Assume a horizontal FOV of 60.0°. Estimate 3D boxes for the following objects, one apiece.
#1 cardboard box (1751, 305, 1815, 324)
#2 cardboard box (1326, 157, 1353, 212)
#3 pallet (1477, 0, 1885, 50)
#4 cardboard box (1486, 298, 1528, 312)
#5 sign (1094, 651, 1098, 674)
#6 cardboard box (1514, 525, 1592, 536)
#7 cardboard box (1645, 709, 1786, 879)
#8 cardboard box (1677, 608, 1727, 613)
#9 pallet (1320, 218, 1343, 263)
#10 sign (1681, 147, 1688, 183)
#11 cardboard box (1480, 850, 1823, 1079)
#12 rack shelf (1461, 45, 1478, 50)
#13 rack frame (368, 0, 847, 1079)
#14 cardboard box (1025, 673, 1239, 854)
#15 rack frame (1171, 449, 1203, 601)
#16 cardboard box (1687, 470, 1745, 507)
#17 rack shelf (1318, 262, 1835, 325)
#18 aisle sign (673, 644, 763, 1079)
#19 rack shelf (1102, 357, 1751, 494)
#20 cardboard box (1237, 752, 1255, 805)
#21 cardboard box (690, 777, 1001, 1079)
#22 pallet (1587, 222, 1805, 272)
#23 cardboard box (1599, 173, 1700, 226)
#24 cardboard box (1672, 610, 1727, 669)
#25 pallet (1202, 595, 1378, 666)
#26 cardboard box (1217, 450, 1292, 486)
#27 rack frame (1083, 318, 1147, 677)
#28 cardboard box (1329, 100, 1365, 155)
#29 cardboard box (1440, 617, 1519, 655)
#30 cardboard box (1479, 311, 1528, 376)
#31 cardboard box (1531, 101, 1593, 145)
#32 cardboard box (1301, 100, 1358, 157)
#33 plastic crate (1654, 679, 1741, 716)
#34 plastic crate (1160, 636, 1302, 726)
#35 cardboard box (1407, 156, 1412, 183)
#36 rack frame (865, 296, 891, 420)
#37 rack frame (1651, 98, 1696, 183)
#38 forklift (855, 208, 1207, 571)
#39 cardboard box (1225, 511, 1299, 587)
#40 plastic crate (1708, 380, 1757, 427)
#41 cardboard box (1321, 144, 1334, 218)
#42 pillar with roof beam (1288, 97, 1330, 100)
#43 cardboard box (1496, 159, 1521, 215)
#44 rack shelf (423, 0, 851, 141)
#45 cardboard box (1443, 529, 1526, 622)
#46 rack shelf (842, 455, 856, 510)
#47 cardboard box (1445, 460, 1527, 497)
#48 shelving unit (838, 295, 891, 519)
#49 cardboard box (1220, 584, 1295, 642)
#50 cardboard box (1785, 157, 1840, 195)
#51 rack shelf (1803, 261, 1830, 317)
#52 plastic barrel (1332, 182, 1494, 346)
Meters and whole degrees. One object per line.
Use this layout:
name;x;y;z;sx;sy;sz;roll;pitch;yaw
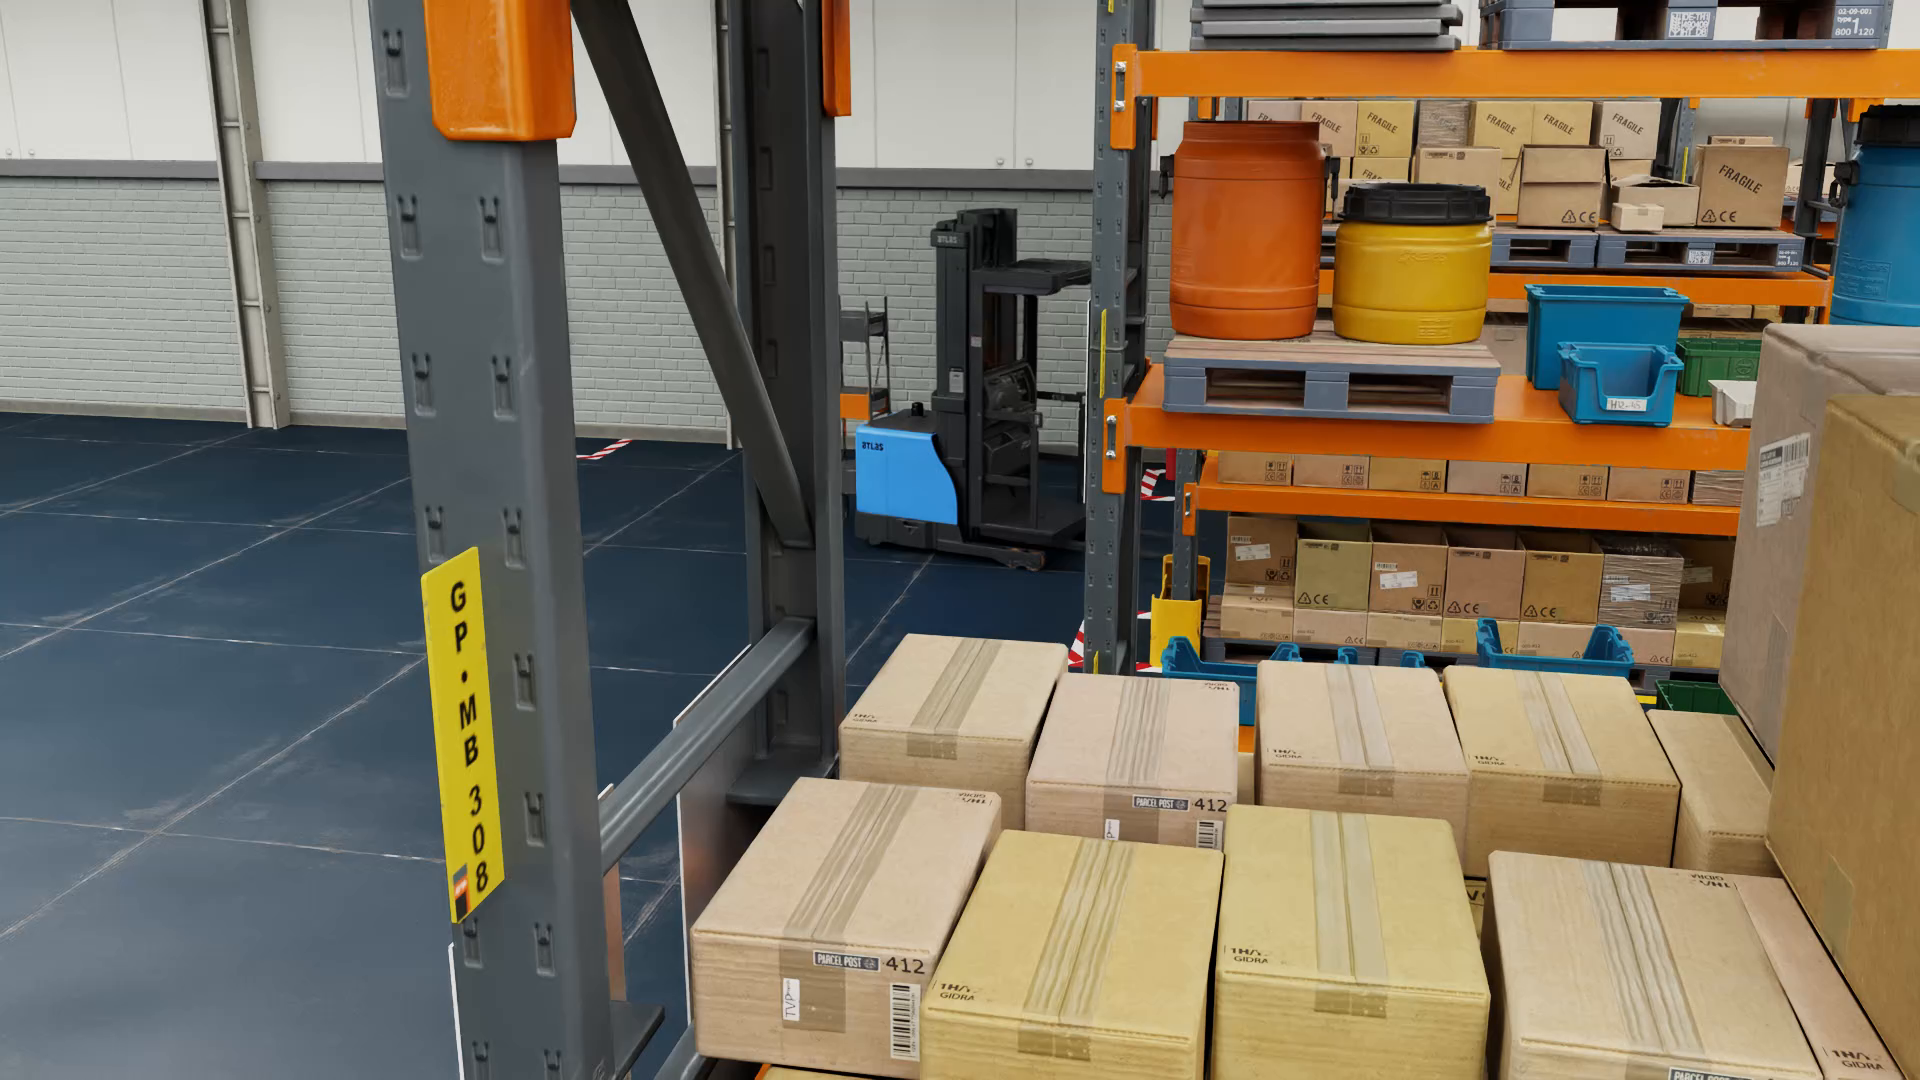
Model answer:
cardboard box;7.586;-1.968;15.467;0.500;0.500;0.700;5;16;17
cardboard box;3.425;-3.371;15.697;0.500;0.500;0.500;4;16;15
pallet;2.561;-1.892;6.069;1.213;0.211;1.003;3;16;11
cardboard box;5.041;-2.073;15.696;0.500;0.500;0.500;3;16;9
sign;0.540;0.614;6.639;0.005;0.325;0.100;3;16;11
cardboard box;4.192;0.122;11.891;0.500;0.500;0.500;3;16;11
cardboard box;0.991;0.350;2.024;0.250;0.149;0.380;3;16;12
cardboard box;5.170;0.539;11.790;0.500;0.250;0.500;3;16;11
pallet;2.332;-2.051;11.323;1.213;0.211;1.003;3;16;11
sign;6.447;-3.328;14.799;0.005;0.325;0.100;3;16;11
cardboard box;0.650;0.462;1.620;0.250;0.149;0.380;4;16;13
rack shelf;4.588;-4.425;15.462;4.000;0.370;1.077;3;16;11
rack frame;-0.333;-0.992;1.716;0.127;3.000;1.000;3;16;11
cardboard box;0.233;0.311;2.164;0.250;0.149;0.380;3;16;9
rack frame;1.644;-0.692;11.872;0.127;3.000;1.000;3;16;11
cardboard box;5.128;-0.550;11.170;0.500;0.500;0.700;3;16;10
rack shelf;3.604;-1.685;11.183;4.000;0.370;1.077;3;16;11
aisle sign;-0.334;0.564;2.466;0.004;0.787;0.394;3;16;11
rack shelf;2.614;-0.389;6.506;4.000;0.370;1.077;3;16;11
cardboard box;0.190;0.485;2.284;0.500;0.250;0.500;3;16;12
cardboard box;-0.109;0.409;1.812;0.250;0.149;0.380;3;16;11
pallet;4.723;-1.921;10.855;1.213;0.211;1.003;3;16;11
cardboard box;4.594;-2.276;11.090;0.500;0.311;0.500;2;16;8
cardboard box;5.066;0.676;11.297;0.500;0.250;0.500;3;16;11
pallet;2.402;0.681;12.137;1.213;0.211;1.003;3;16;11
cardboard box;2.099;-0.712;11.757;0.500;0.500;0.700;3;16;11
rack frame;0.654;0.603;7.195;0.127;3.000;1.000;3;16;11
cardboard box;3.639;-3.993;16.071;0.500;0.500;0.500;4;16;15
cardboard box;3.595;0.597;11.580;0.500;0.250;0.500;3;16;11
cardboard box;3.653;-1.255;11.286;0.500;0.500;0.700;3;16;11
cardboard box;5.461;-3.743;15.169;0.500;0.500;0.500;4;16;14
cardboard box;3.439;-3.850;15.554;0.500;0.500;0.500;3;16;10
plastic crate;3.300;0.772;6.982;0.662;0.188;0.450;3;16;11
plastic crate;1.204;0.623;7.401;0.616;0.251;0.499;3;16;11
cardboard box;4.077;-3.485;16.112;0.500;0.500;0.500;2;16;9
rack frame;-0.726;-1.141;15.133;0.015;2.100;0.400;6;16;24
rack frame;6.548;-4.667;14.982;0.127;3.000;1.000;3;16;11
forklift;0.614;-1.309;14.226;3.031;2.935;1.130;8;17;26
cardboard box;2.229;0.020;12.261;0.500;0.500;0.500;3;16;11
plastic crate;2.920;-0.482;5.988;0.396;0.136;0.243;3;16;11
cardboard box;2.207;-2.426;11.269;0.637;0.503;0.797;4;16;15
pillar with roof beam;2.628;-3.942;12.367;0.400;9.000;9.100;3;16;11
cardboard box;4.960;-3.291;15.410;0.500;0.500;0.500;2;16;9
rack shelf;1.627;-0.537;1.429;4.000;0.370;1.077;3;16;11
cardboard box;3.595;0.236;11.479;0.500;0.500;0.500;3;16;11
rack shelf;-0.931;-0.474;15.418;0.480;0.518;0.431;6;16;24
cardboard box;3.617;-0.631;11.462;0.500;0.500;0.700;4;16;13
shelving unit;-0.947;-1.163;15.234;0.503;2.100;0.431;6;16;24
cardboard box;2.126;0.517;11.870;0.500;0.250;0.500;3;16;11
cardboard box;7.671;-3.298;15.039;0.500;0.311;0.500;4;16;13
rack shelf;7.524;-1.472;10.415;4.000;0.370;1.077;3;16;11
plastic barrel;1.796;-1.108;6.614;0.600;0.588;0.600;0;15;0
